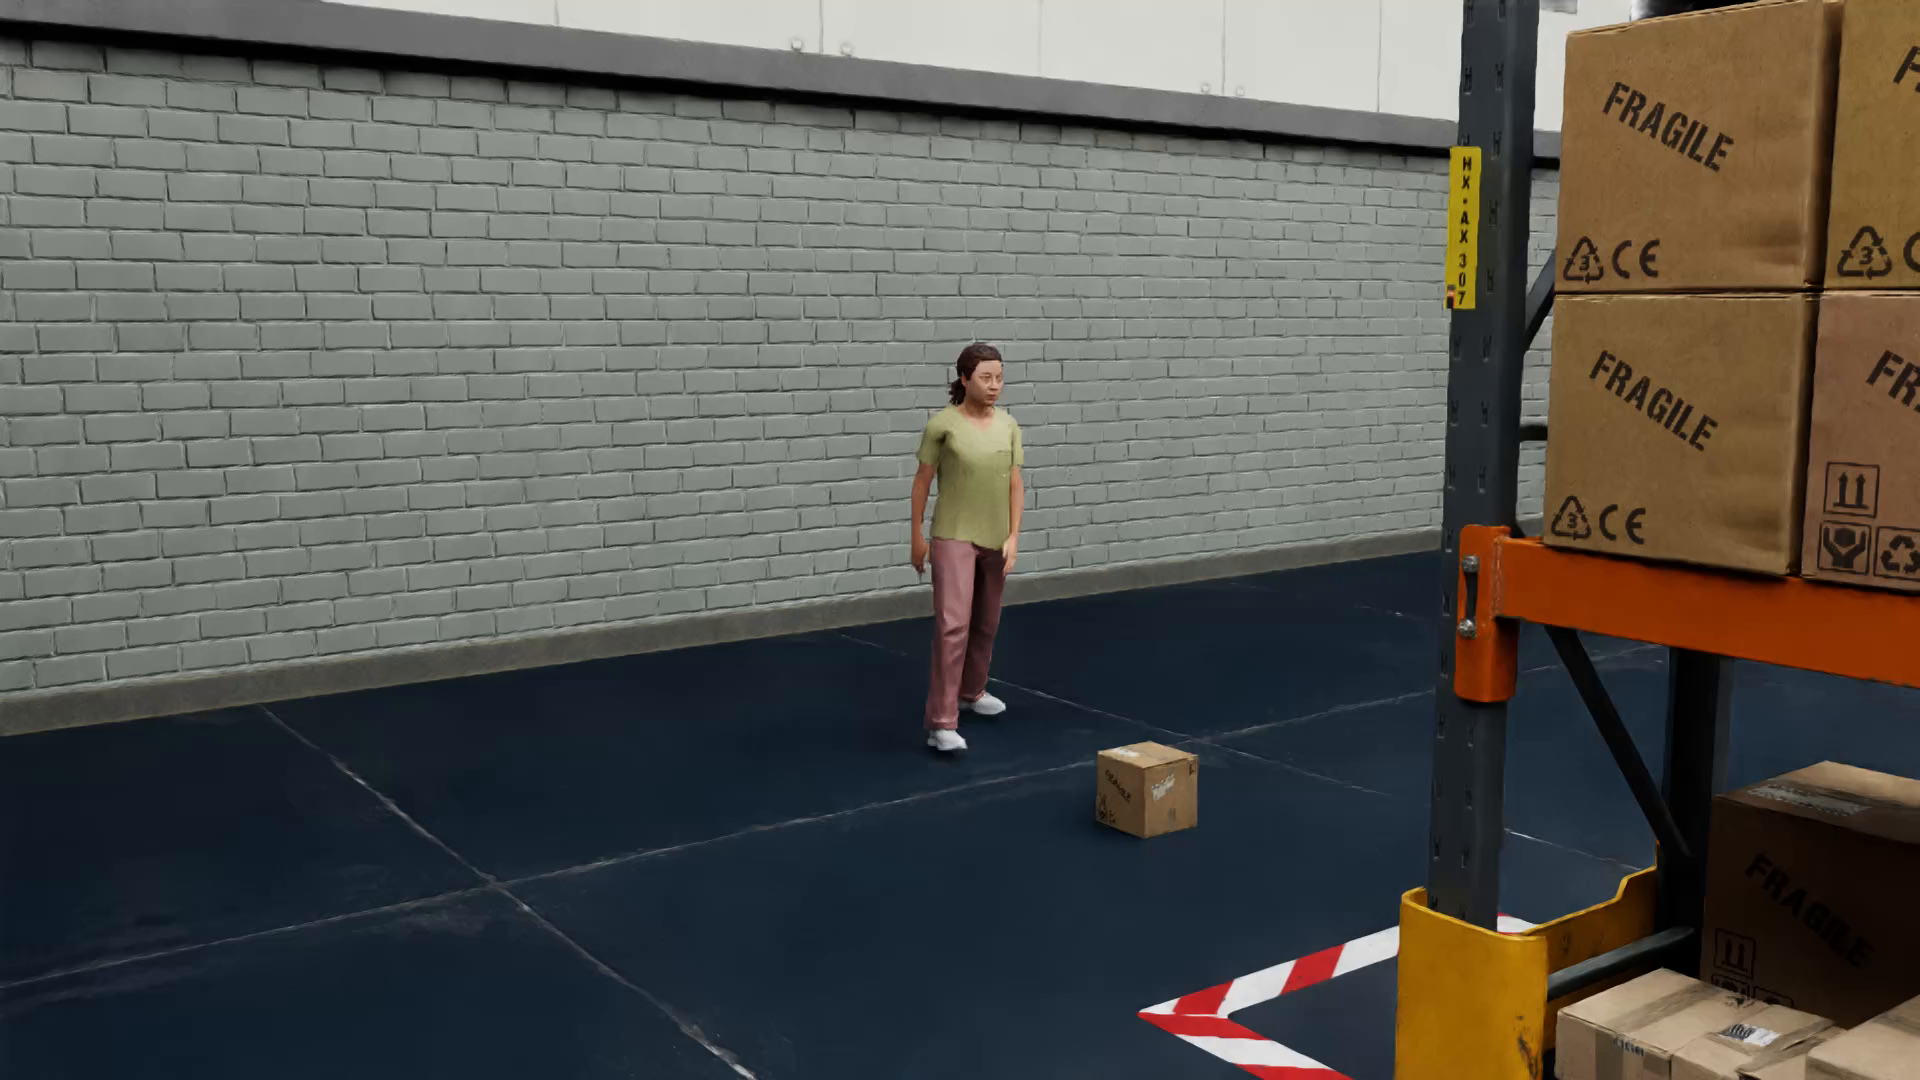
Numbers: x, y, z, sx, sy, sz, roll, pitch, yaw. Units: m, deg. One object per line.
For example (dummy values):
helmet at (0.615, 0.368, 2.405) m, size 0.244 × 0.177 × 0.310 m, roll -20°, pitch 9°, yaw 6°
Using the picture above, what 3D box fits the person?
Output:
person at (0.025, 0.001, 6.895) m, size 0.534 × 1.632 × 0.788 m, roll -4°, pitch 9°, yaw -27°
